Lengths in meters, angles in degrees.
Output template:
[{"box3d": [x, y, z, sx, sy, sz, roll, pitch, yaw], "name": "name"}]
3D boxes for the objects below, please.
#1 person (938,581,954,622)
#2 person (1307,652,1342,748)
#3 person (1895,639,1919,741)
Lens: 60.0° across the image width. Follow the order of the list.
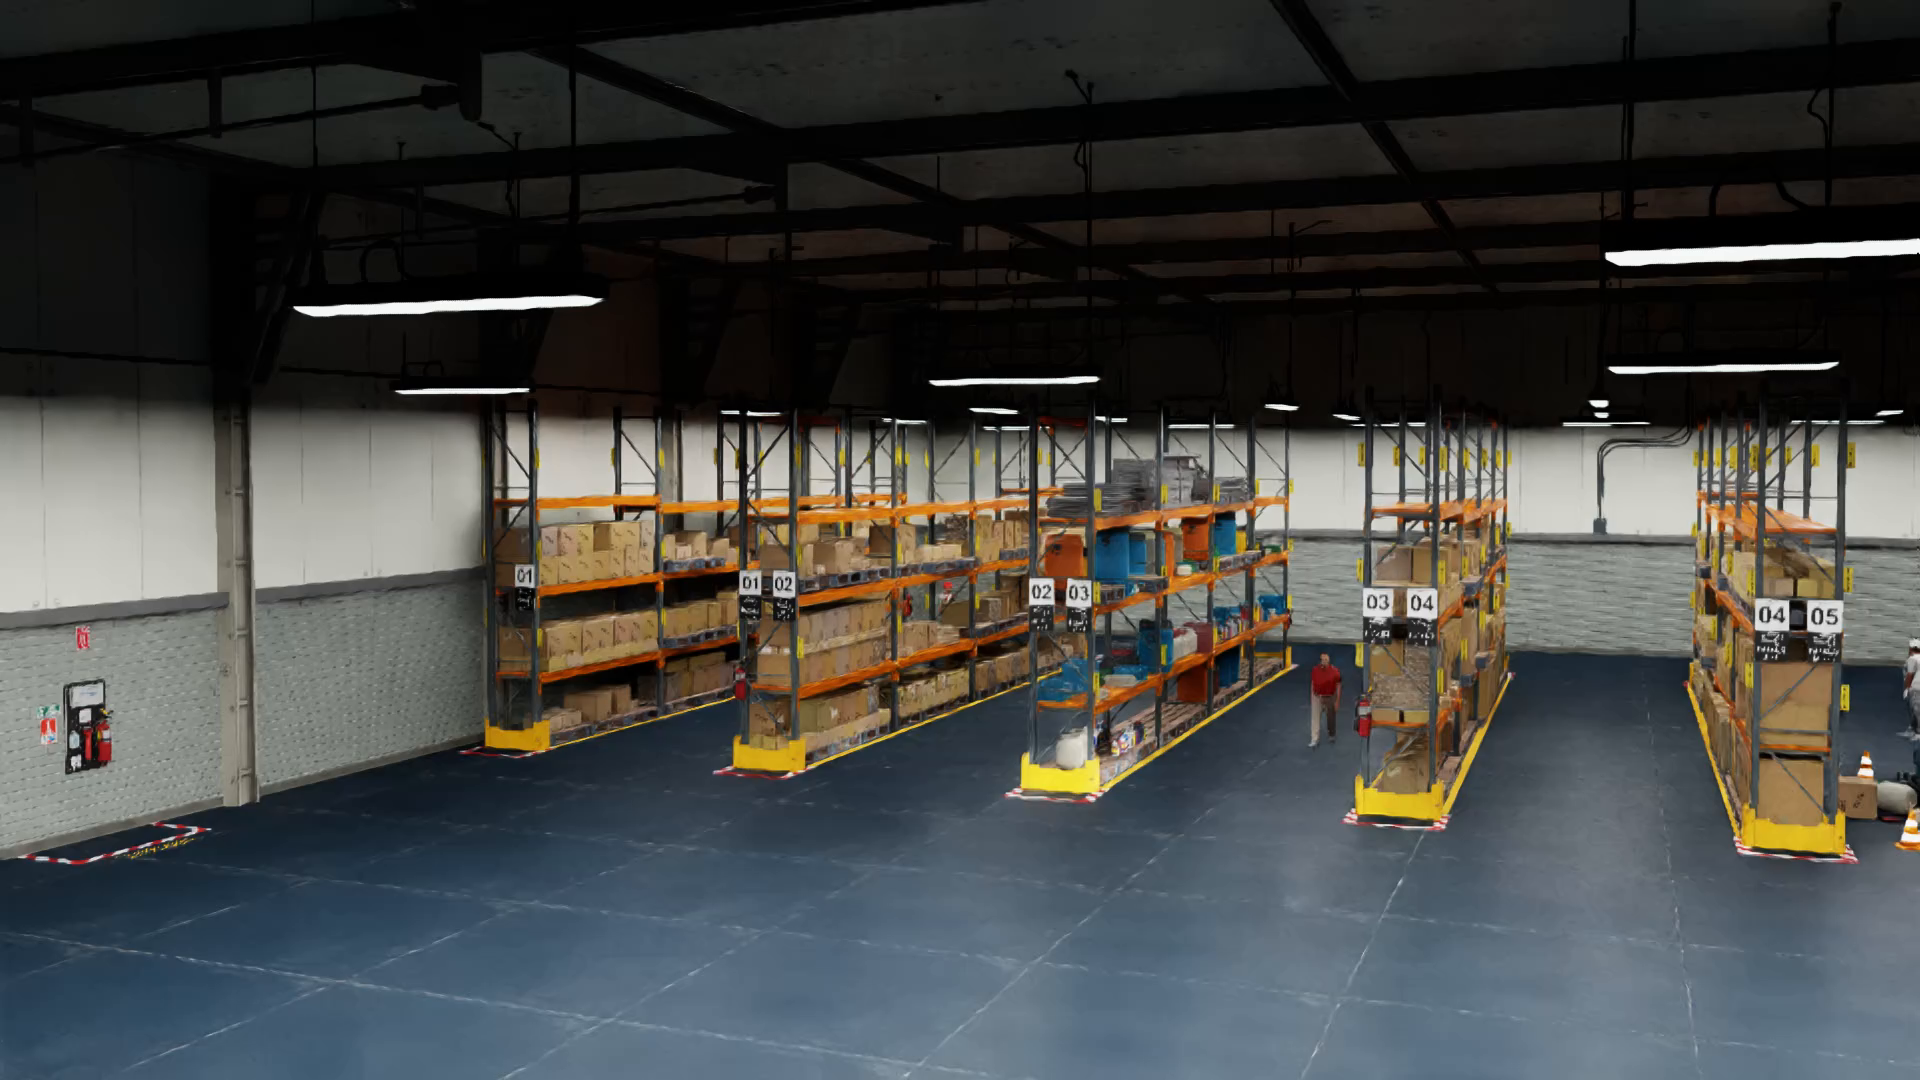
[{"box3d": [-0.318, 1.966, 43.160, 0.433, 1.791, 0.630, 3, 4, 44], "name": "person"}, {"box3d": [6.316, 2.743, 28.755, 0.533, 1.646, 1.114, 1, 3, 19], "name": "person"}, {"box3d": [16.905, 2.642, 29.491, 0.677, 1.782, 0.588, -3, 4, -44], "name": "person"}]
